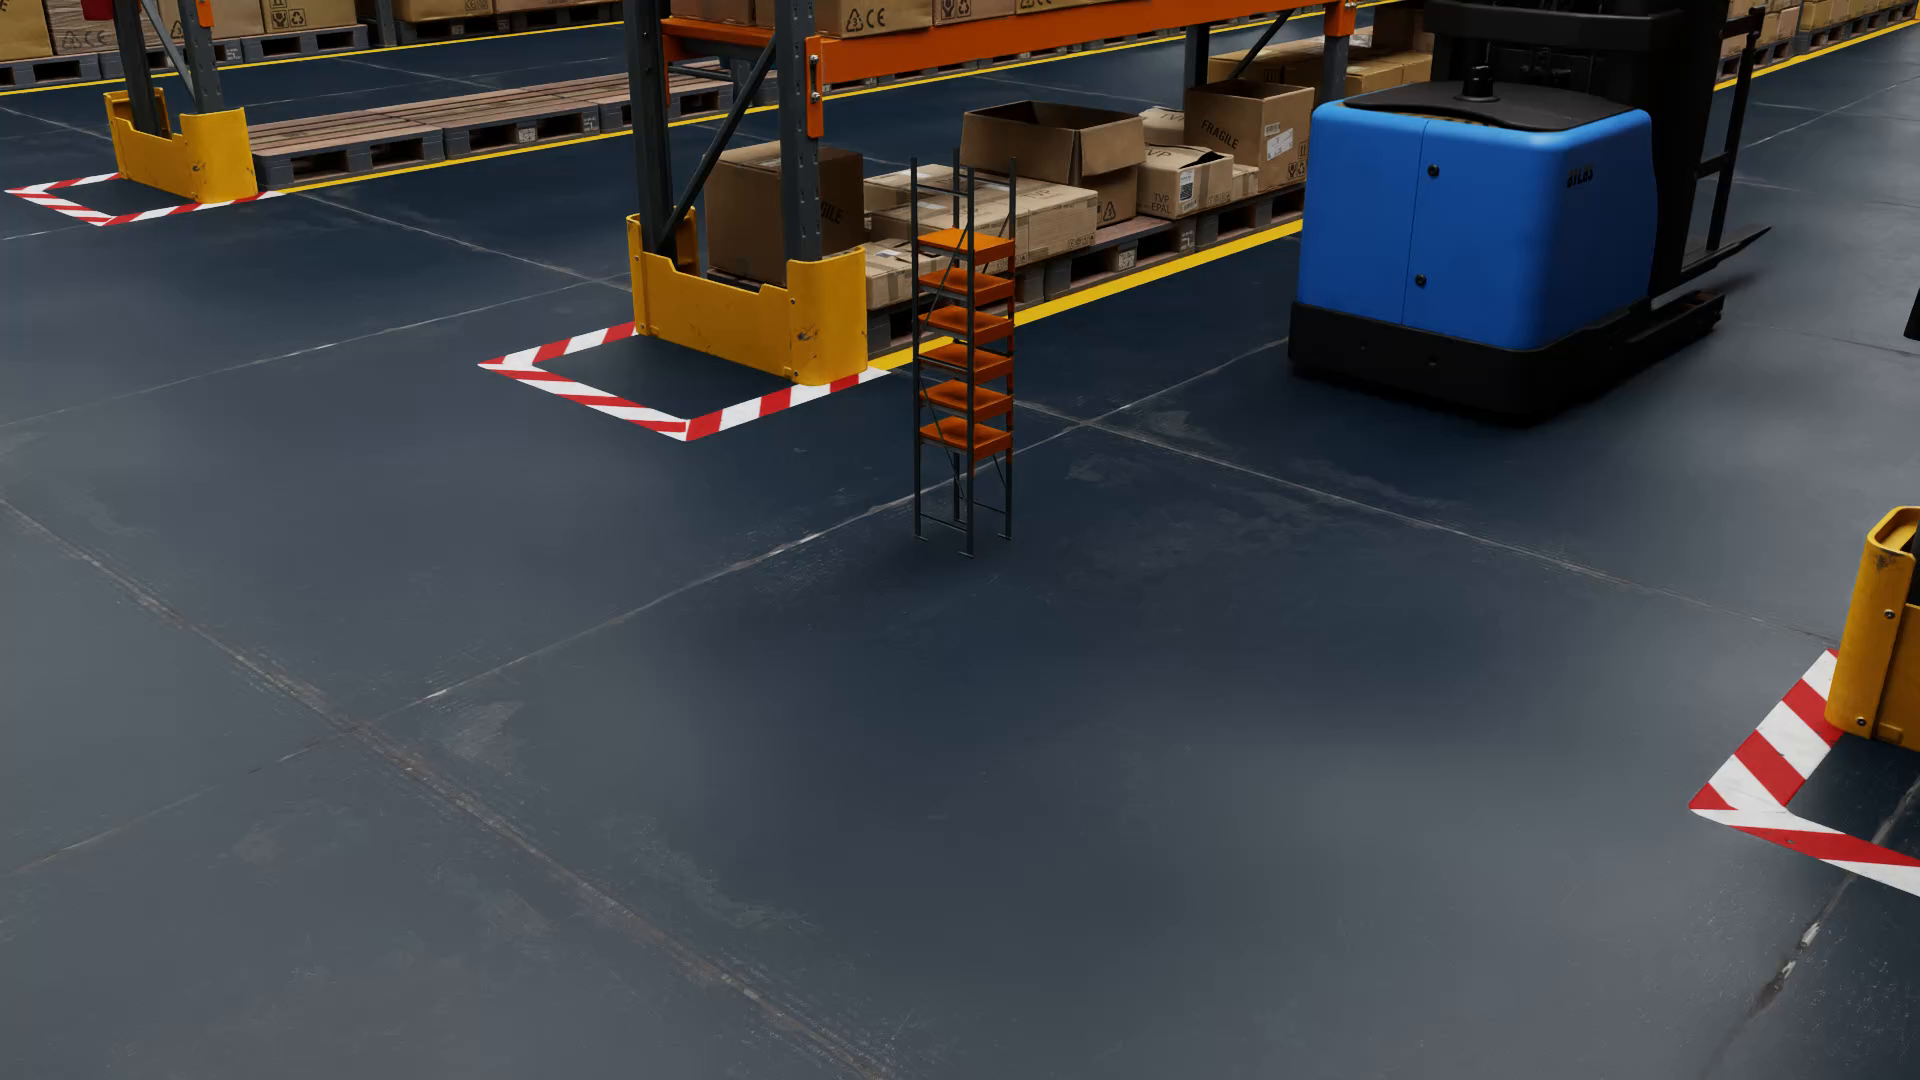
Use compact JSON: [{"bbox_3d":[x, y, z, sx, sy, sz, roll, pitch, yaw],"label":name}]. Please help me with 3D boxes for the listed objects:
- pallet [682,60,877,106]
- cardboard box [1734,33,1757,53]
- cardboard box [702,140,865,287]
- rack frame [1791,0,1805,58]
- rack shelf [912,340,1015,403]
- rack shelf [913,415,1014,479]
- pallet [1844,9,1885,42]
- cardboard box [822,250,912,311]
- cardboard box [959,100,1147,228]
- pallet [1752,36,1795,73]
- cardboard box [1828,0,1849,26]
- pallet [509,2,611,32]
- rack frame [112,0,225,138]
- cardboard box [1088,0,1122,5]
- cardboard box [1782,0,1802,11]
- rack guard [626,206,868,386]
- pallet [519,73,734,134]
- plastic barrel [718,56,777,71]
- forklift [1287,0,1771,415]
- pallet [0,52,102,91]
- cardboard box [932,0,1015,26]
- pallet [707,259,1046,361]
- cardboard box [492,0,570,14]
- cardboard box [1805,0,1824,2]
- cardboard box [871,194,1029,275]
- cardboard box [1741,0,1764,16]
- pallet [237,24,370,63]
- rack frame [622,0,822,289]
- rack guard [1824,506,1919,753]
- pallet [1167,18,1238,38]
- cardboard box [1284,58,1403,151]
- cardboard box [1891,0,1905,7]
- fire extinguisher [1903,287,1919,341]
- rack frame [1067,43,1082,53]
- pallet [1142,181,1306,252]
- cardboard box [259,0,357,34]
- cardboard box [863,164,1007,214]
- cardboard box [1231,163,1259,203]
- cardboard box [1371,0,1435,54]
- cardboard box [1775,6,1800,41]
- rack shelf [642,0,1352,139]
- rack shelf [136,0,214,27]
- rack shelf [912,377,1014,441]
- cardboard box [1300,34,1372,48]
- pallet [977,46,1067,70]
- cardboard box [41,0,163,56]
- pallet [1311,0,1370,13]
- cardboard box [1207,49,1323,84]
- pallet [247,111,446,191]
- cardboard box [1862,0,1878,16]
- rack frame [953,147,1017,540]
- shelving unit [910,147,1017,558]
[{"bbox_3d":[-1.422,-3.681,13.202,1.003,0.211,1.213,20,31,38],"label":"pallet"},{"bbox_3d":[6.316,-4.235,13.878,0.500,0.250,0.500,21,32,39],"label":"cardboard box"},{"bbox_3d":[-0.772,-1.451,7.337,0.500,0.500,0.500,20,31,38],"label":"cardboard box"},{"bbox_3d":[7.057,-5.814,14.550,1.000,3.000,0.127,20,31,38],"label":"rack frame"},{"bbox_3d":[0.010,-0.511,5.033,0.258,0.103,0.180,20,31,38],"label":"rack shelf"},{"bbox_3d":[0.010,-0.292,5.131,0.258,0.103,0.180,20,31,38],"label":"rack shelf"},{"bbox_3d":[8.433,-5.146,16.468,1.003,0.211,1.213,20,31,38],"label":"pallet"},{"bbox_3d":[-0.416,-1.091,6.964,0.380,0.149,0.250,20,31,38],"label":"cardboard box"},{"bbox_3d":[0.468,-1.864,8.255,0.797,0.503,0.637,20,31,38],"label":"cardboard box"},{"bbox_3d":[6.594,-4.306,14.596,1.003,0.211,1.213,20,31,38],"label":"pallet"},{"bbox_3d":[7.930,-4.960,15.494,0.500,0.250,0.500,20,31,38],"label":"cardboard box"},{"bbox_3d":[-4.384,-5.439,17.123,1.003,0.211,1.213,20,31,38],"label":"pallet"},{"bbox_3d":[-4.638,-3.511,9.415,1.000,3.000,0.127,20,31,38],"label":"rack frame"},{"bbox_3d":[0.553,-2.729,7.548,0.500,0.500,0.500,21,31,38],"label":"cardboard box"},{"bbox_3d":[7.000,-4.805,14.462,0.500,0.311,0.500,20,31,38],"label":"cardboard box"},{"bbox_3d":[-0.901,-1.040,6.959,1.175,0.500,0.348,20,31,38],"label":"rack guard"},{"bbox_3d":[-2.430,-3.223,12.180,1.003,0.211,1.213,20,31,38],"label":"pallet"},{"bbox_3d":[-1.593,-4.125,12.836,0.600,0.901,0.708,20,31,38],"label":"plastic barrel"},{"bbox_3d":[2.696,-2.316,6.834,1.130,2.935,3.031,21,31,38],"label":"forklift"},{"bbox_3d":[-7.851,-3.856,13.593,1.003,0.211,1.213,20,31,38],"label":"pallet"},{"bbox_3d":[-0.119,-2.425,6.870,0.500,0.500,0.500,20,31,37],"label":"cardboard box"},{"bbox_3d":[-0.370,-1.151,7.560,1.003,0.211,1.213,20,31,38],"label":"pallet"},{"bbox_3d":[-4.649,-5.777,16.553,1.225,0.875,0.875,19,30,36],"label":"cardboard box"},{"bbox_3d":[7.600,-5.149,14.998,0.500,0.500,0.500,20,31,38],"label":"cardboard box"},{"bbox_3d":[-0.044,-1.344,7.405,0.500,0.250,0.500,20,31,38],"label":"cardboard box"},{"bbox_3d":[6.323,-4.493,13.767,0.500,0.311,0.500,20,31,37],"label":"cardboard box"},{"bbox_3d":[-6.223,-4.600,15.251,1.003,0.211,1.213,20,31,38],"label":"pallet"},{"bbox_3d":[-0.952,-2.158,6.396,1.000,3.000,0.127,20,31,38],"label":"rack frame"},{"bbox_3d":[2.724,0.342,3.877,1.175,0.500,0.348,20,31,38],"label":"rack guard"},{"bbox_3d":[2.061,-5.272,16.749,1.003,0.211,1.213,20,31,38],"label":"pallet"},{"bbox_3d":[2.222,-2.517,9.715,0.500,0.500,0.500,18,30,35],"label":"cardboard box"},{"bbox_3d":[9.264,-5.570,16.853,0.500,0.250,0.500,20,31,38],"label":"cardboard box"},{"bbox_3d":[2.295,-0.681,3.652,0.296,0.674,0.183,20,31,38],"label":"fire extinguisher"},{"bbox_3d":[0.701,-5.949,14.851,1.000,3.000,0.127,20,31,38],"label":"rack frame"},{"bbox_3d":[1.259,-1.895,9.218,1.003,0.211,1.213,20,31,38],"label":"pallet"},{"bbox_3d":[-6.157,-5.125,15.098,0.875,0.875,0.875,20,31,38],"label":"cardboard box"},{"bbox_3d":[-0.116,-1.618,8.015,0.500,0.250,0.500,20,31,38],"label":"cardboard box"},{"bbox_3d":[1.343,-1.894,8.756,0.380,0.149,0.250,20,31,38],"label":"cardboard box"},{"bbox_3d":[2.889,-3.164,10.242,0.500,0.250,0.500,20,31,38],"label":"cardboard box"},{"bbox_3d":[6.996,-4.545,14.568,0.500,0.250,0.500,20,31,37],"label":"cardboard box"},{"bbox_3d":[0.383,-2.439,7.902,1.077,0.370,4.000,20,31,38],"label":"rack shelf"},{"bbox_3d":[-3.303,-3.792,10.921,1.077,0.370,4.000,20,31,38],"label":"rack shelf"},{"bbox_3d":[0.010,-0.402,5.082,0.258,0.103,0.180,20,31,38],"label":"rack shelf"},{"bbox_3d":[2.505,-2.966,10.716,0.500,0.500,0.500,21,31,38],"label":"cardboard box"},{"bbox_3d":[0.206,-4.425,14.860,1.003,0.211,1.213,20,31,38],"label":"pallet"},{"bbox_3d":[-7.352,-4.580,13.882,0.875,0.875,0.875,20,31,38],"label":"cardboard box"},{"bbox_3d":[3.850,-6.088,18.570,1.003,0.211,1.213,20,31,38],"label":"pallet"},{"bbox_3d":[1.834,-2.665,10.045,0.500,0.500,0.500,20,31,37],"label":"cardboard box"},{"bbox_3d":[-4.059,-2.479,10.522,1.003,0.211,1.213,20,31,38],"label":"pallet"},{"bbox_3d":[8.597,-5.265,16.174,0.500,0.250,0.500,20,31,38],"label":"cardboard box"},{"bbox_3d":[0.071,-0.580,5.077,0.240,1.200,0.006,20,31,38],"label":"rack frame"},{"bbox_3d":[0.010,-0.552,5.014,0.258,1.200,0.189,20,31,38],"label":"shelving unit"}]
